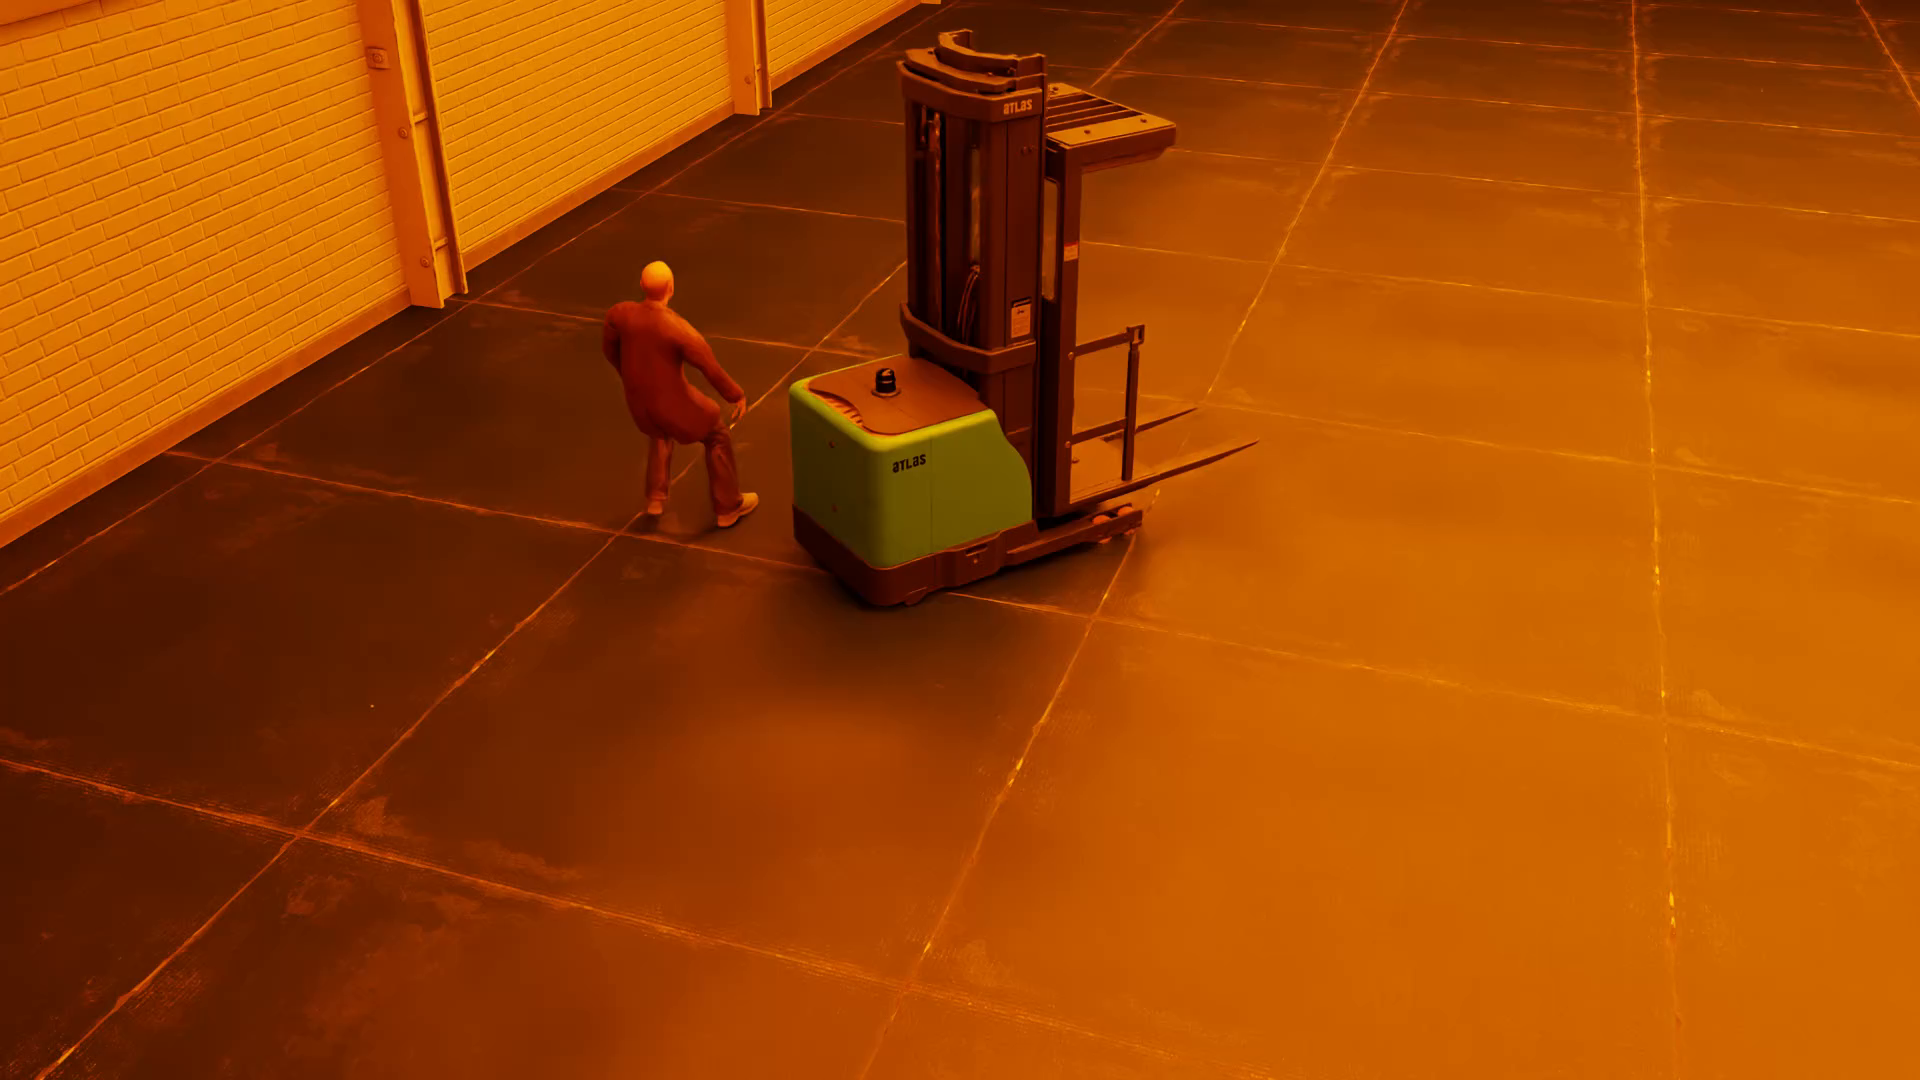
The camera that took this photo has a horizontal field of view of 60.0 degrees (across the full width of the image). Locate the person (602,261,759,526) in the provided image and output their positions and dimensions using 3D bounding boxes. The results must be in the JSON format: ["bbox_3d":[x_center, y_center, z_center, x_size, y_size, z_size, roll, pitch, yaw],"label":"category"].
[{"bbox_3d":[-1.668,-0.894,9.896,0.806,1.690,0.596,12,32,20],"label":"person"}]

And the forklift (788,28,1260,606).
[{"bbox_3d":[0.508,-1.454,9.687,3.031,2.935,1.130,-18,34,-29],"label":"forklift"}]
